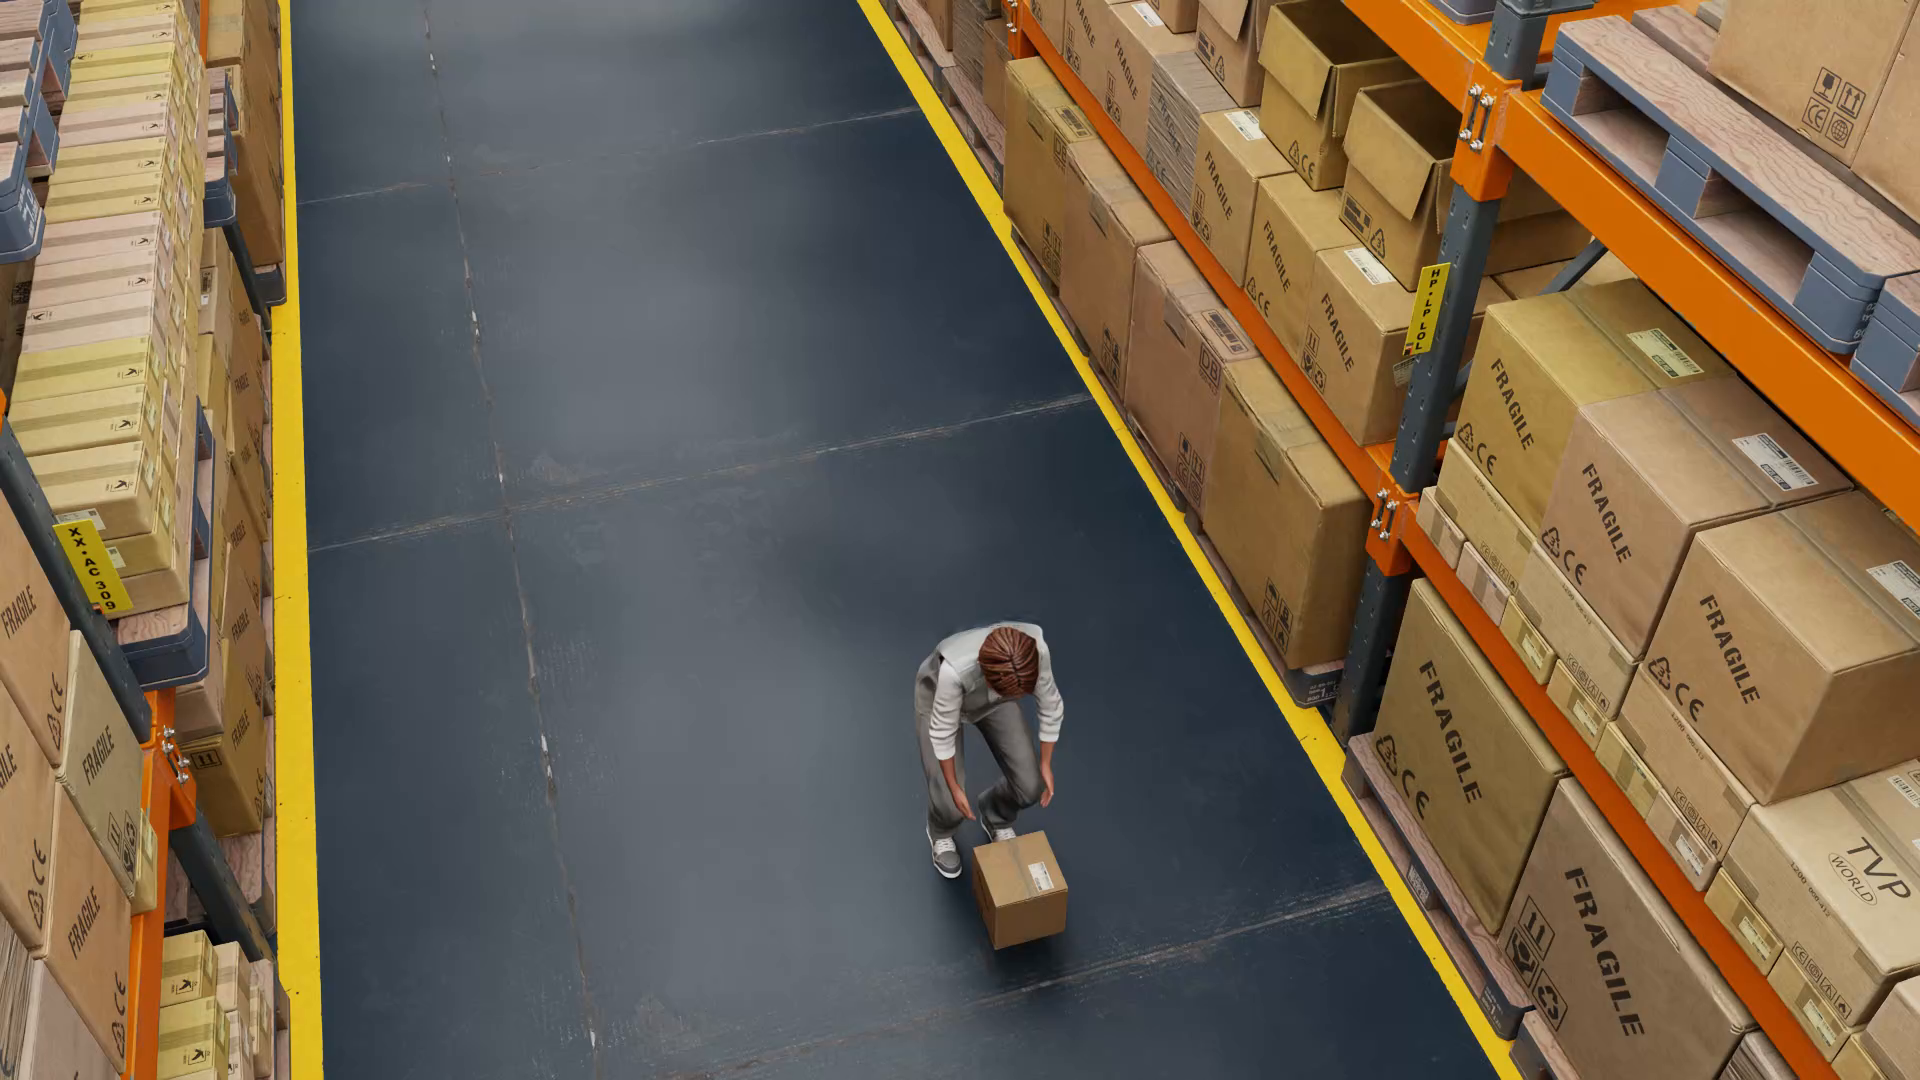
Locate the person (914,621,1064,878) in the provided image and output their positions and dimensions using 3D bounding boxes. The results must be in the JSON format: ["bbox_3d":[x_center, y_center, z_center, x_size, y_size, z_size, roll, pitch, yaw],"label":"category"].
[{"bbox_3d":[0.093,0.660,5.673,0.462,1.311,0.639,-12,44,-12],"label":"person"}]
